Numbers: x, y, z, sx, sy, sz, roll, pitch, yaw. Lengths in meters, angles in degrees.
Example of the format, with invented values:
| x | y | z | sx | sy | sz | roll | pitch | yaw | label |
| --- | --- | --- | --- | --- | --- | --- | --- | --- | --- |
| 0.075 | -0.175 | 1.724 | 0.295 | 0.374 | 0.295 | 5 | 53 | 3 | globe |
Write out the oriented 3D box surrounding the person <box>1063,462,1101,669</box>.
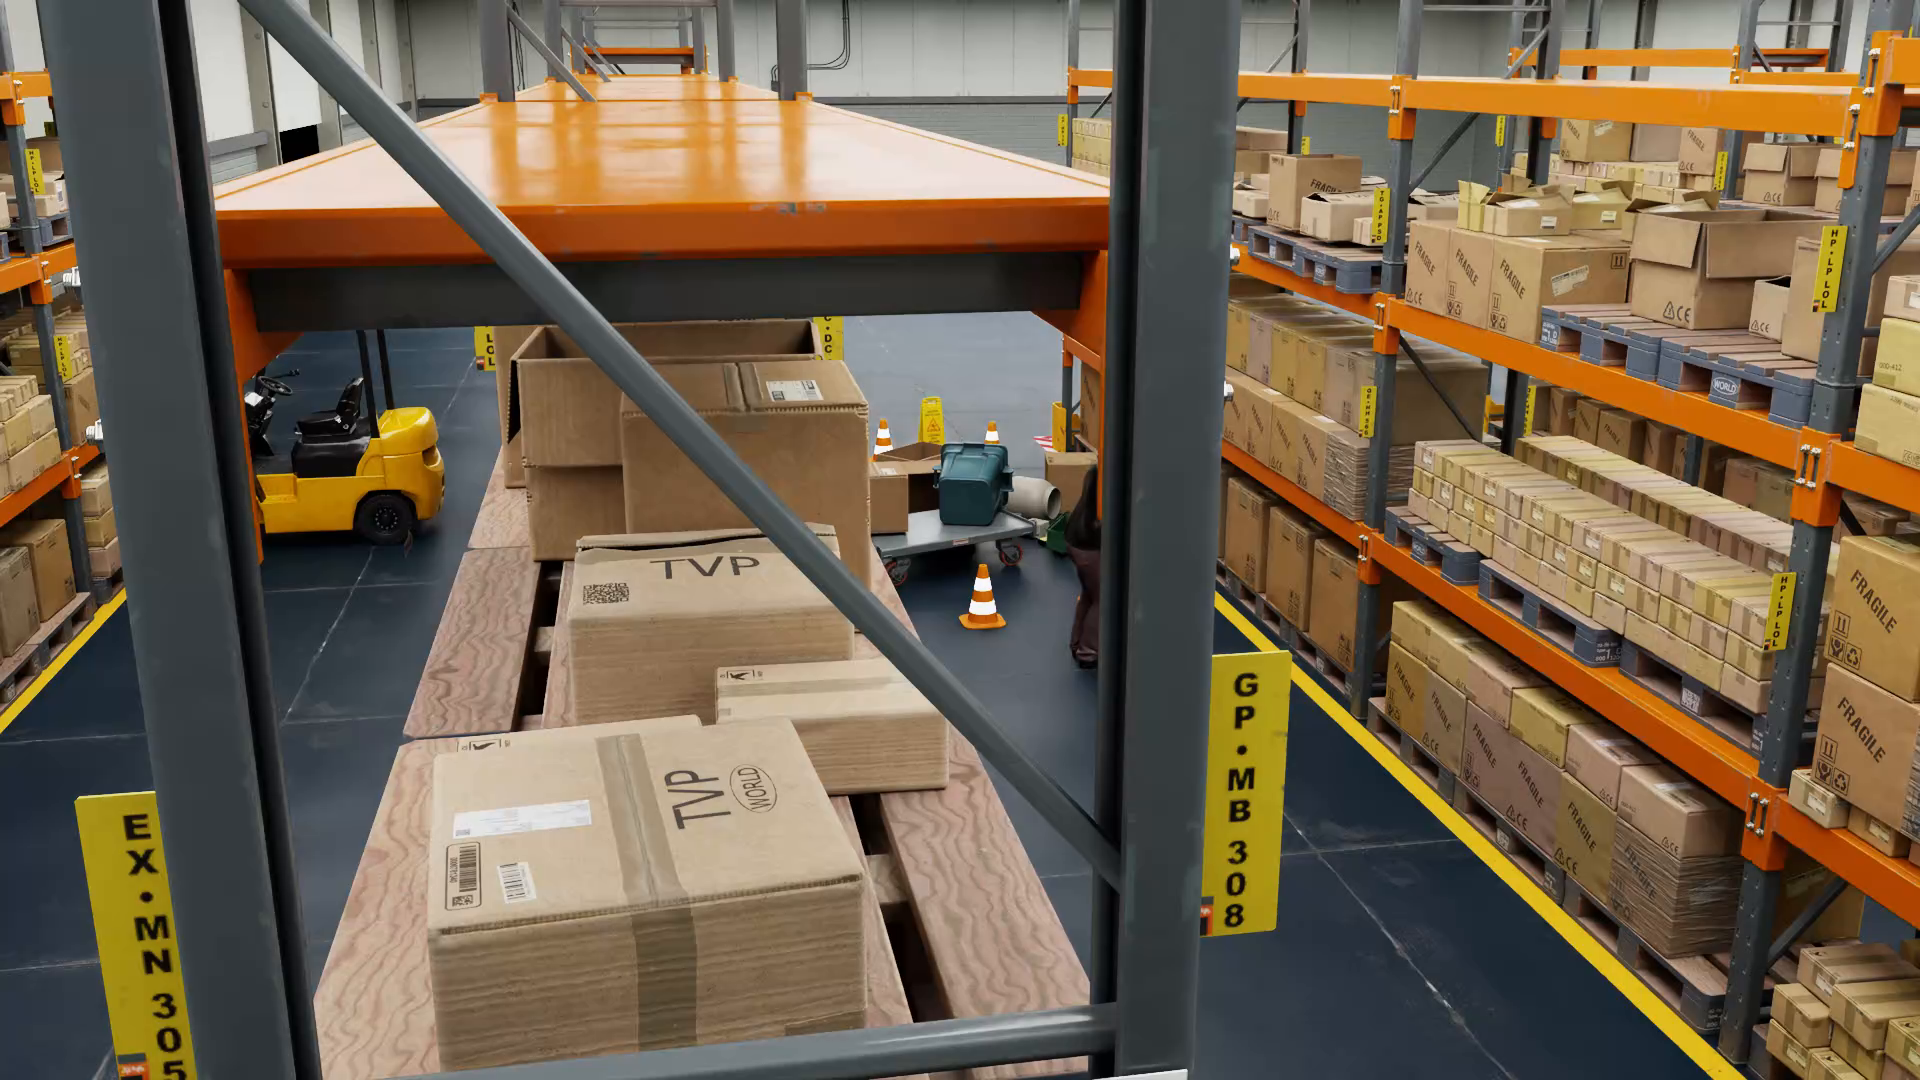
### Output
| x | y | z | sx | sy | sz | roll | pitch | yaw | label |
| --- | --- | --- | --- | --- | --- | --- | --- | --- | --- |
| 1.044 | 0.062 | 11.930 | 0.592 | 1.692 | 0.479 | -3 | 17 | -11 | person |
